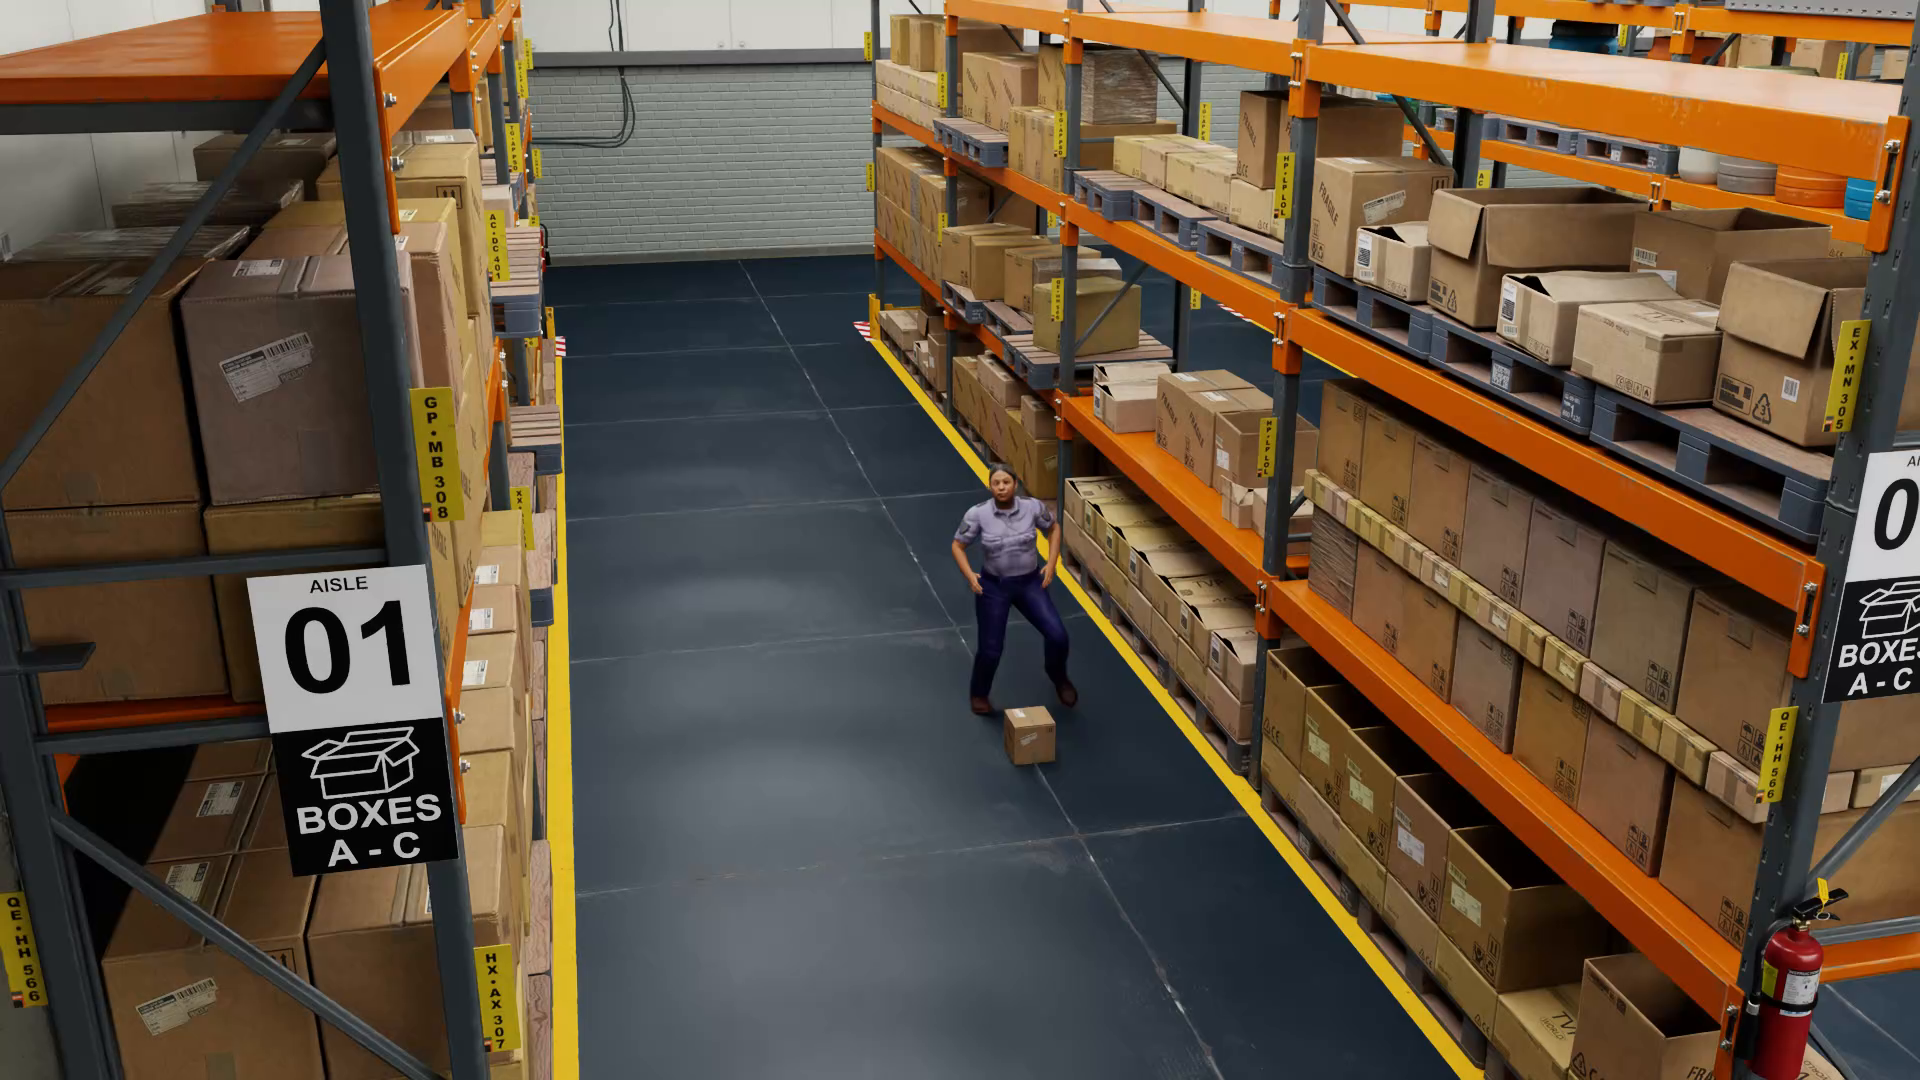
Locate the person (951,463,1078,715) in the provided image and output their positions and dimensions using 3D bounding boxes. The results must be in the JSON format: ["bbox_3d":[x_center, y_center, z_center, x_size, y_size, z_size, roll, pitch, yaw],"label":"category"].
[{"bbox_3d":[0.359,0.327,10.234,0.774,1.611,0.533,-5,20,-14],"label":"person"}]
